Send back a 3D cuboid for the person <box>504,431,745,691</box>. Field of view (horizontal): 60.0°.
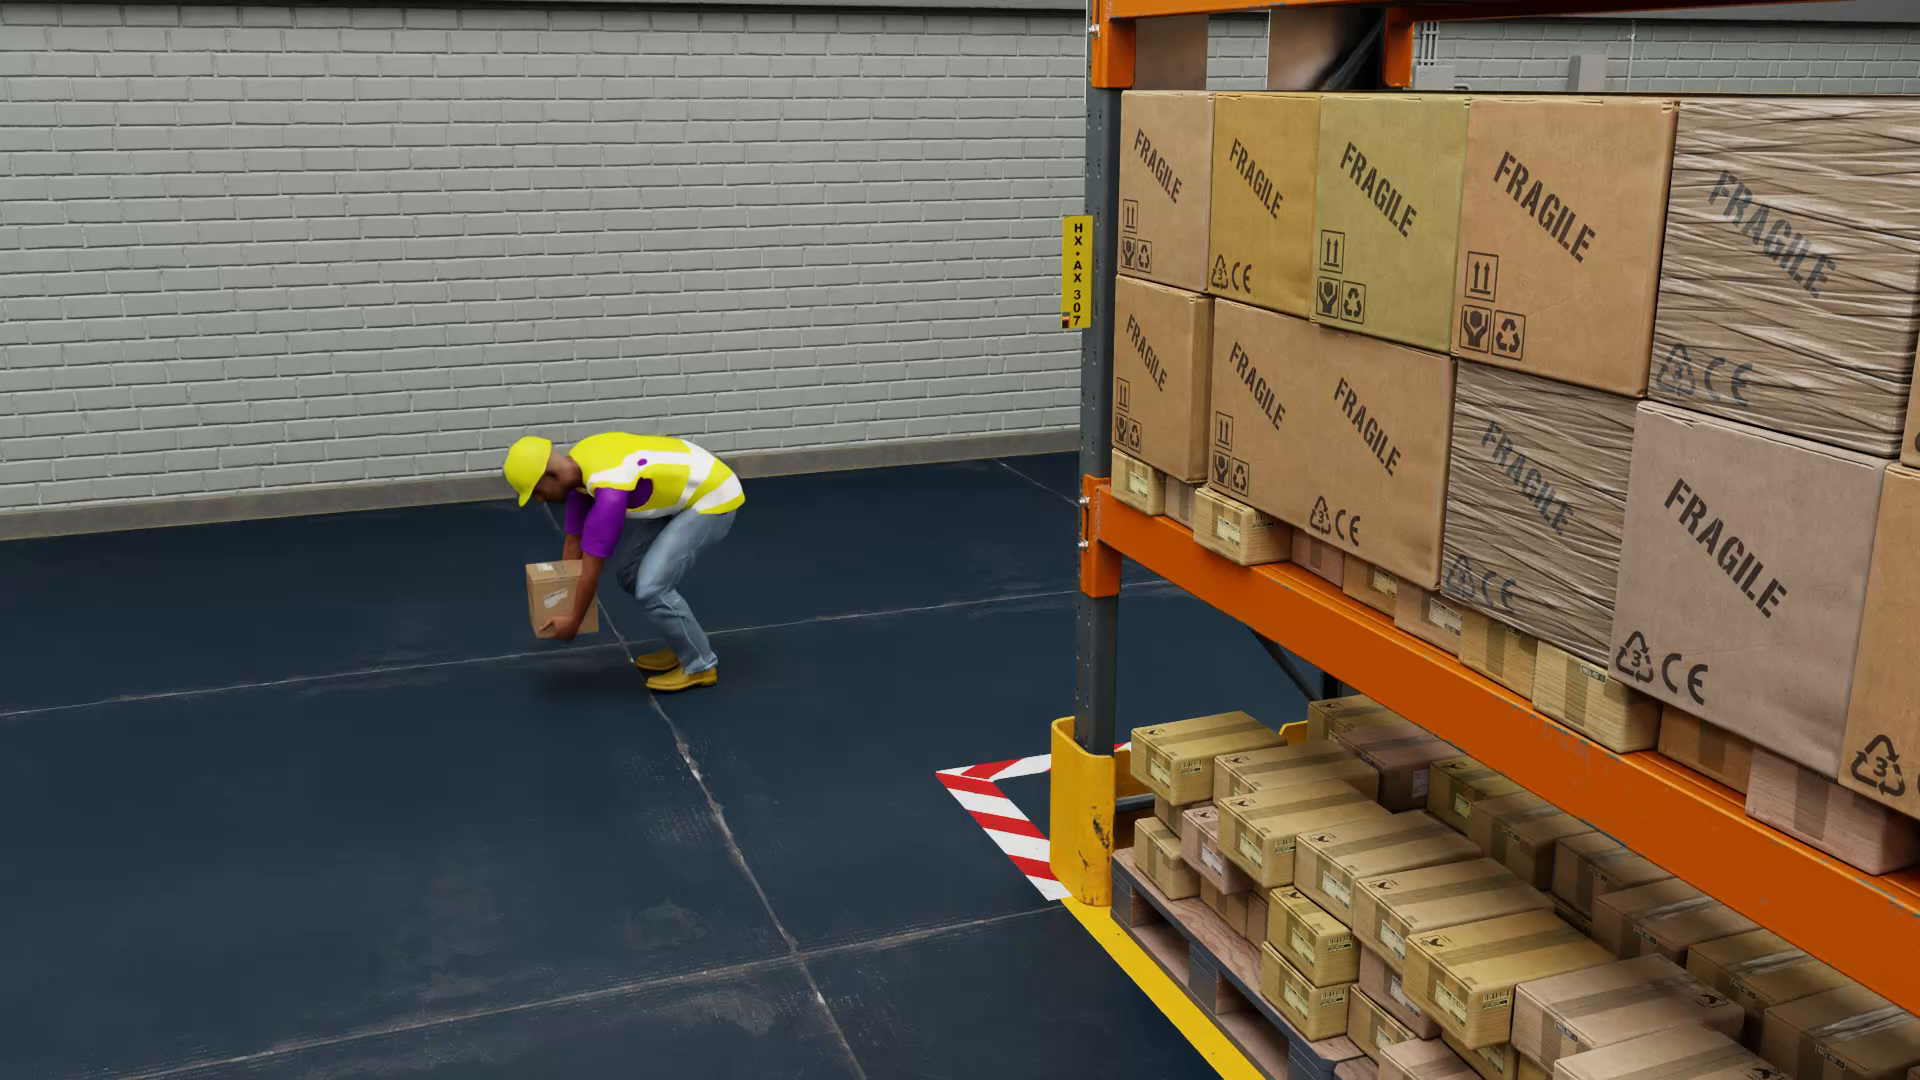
[{"bbox_3d":[-1.377,0.077,6.940,0.964,1.102,0.510,-7,17,-23],"label":"person"}]
